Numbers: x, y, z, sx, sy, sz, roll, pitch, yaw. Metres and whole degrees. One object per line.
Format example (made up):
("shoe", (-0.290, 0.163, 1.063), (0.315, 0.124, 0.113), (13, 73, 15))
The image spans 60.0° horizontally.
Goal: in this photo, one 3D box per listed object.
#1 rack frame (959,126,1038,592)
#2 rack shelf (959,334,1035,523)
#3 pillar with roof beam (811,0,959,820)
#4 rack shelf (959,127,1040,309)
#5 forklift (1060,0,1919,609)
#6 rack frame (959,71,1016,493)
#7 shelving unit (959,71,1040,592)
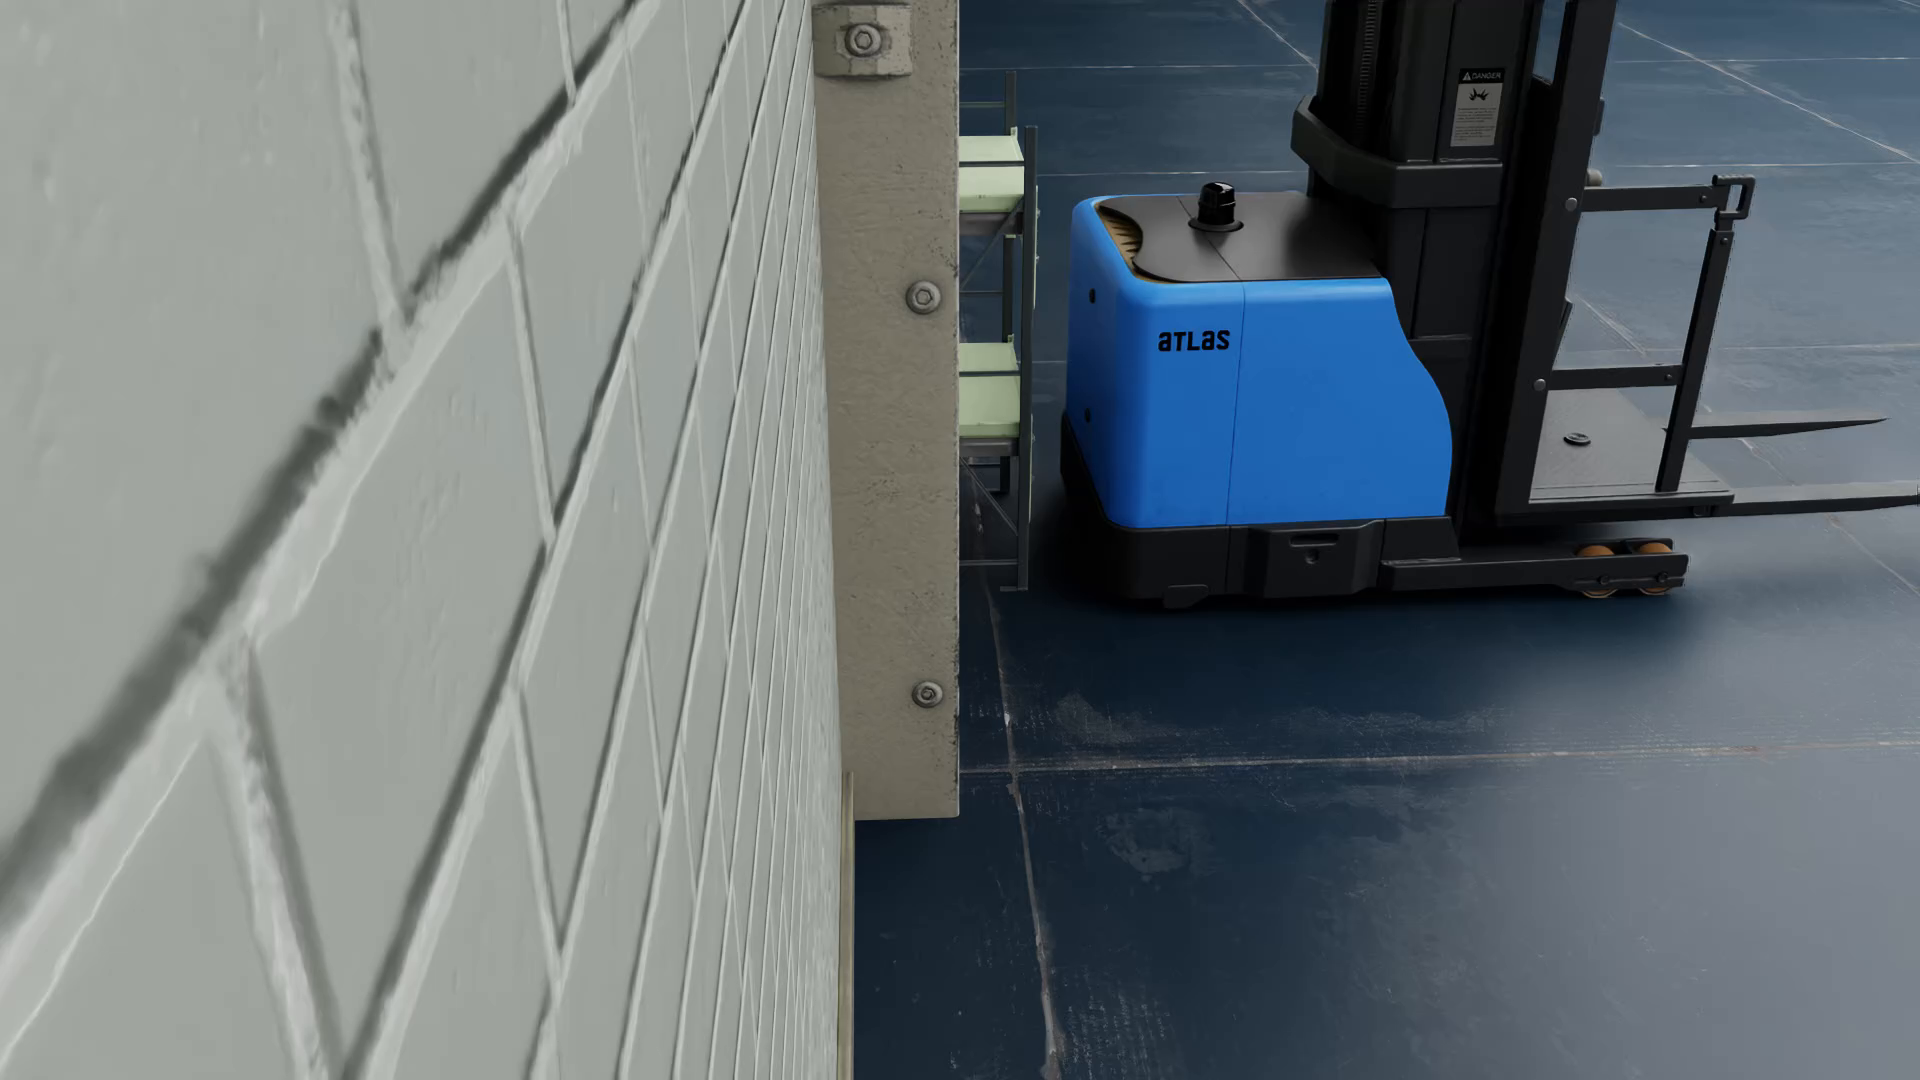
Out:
("rack frame", (0.019, -0.499, 5.041), (0.400, 1.500, 0.023), (-1, 28, -3))
("rack shelf", (0.000, -0.379, 5.515), (0.431, 0.370, 0.720), (-1, 28, -3))
("pillar with roof beam", (4.132, -3.462, 2.612), (9.100, 9.000, 0.400), (-1, 28, -3))
("rack shelf", (0.000, -1.014, 5.184), (0.431, 0.370, 0.720), (-1, 28, -3))
("forklift", (1.911, -1.354, 5.132), (3.031, 2.935, 1.130), (-3, 28, -5))
("rack frame", (-0.019, -0.837, 5.689), (0.400, 1.500, 0.023), (-1, 28, -3))
("shelving unit", (0.000, -0.668, 5.365), (0.431, 1.500, 0.755), (-1, 28, -3))
